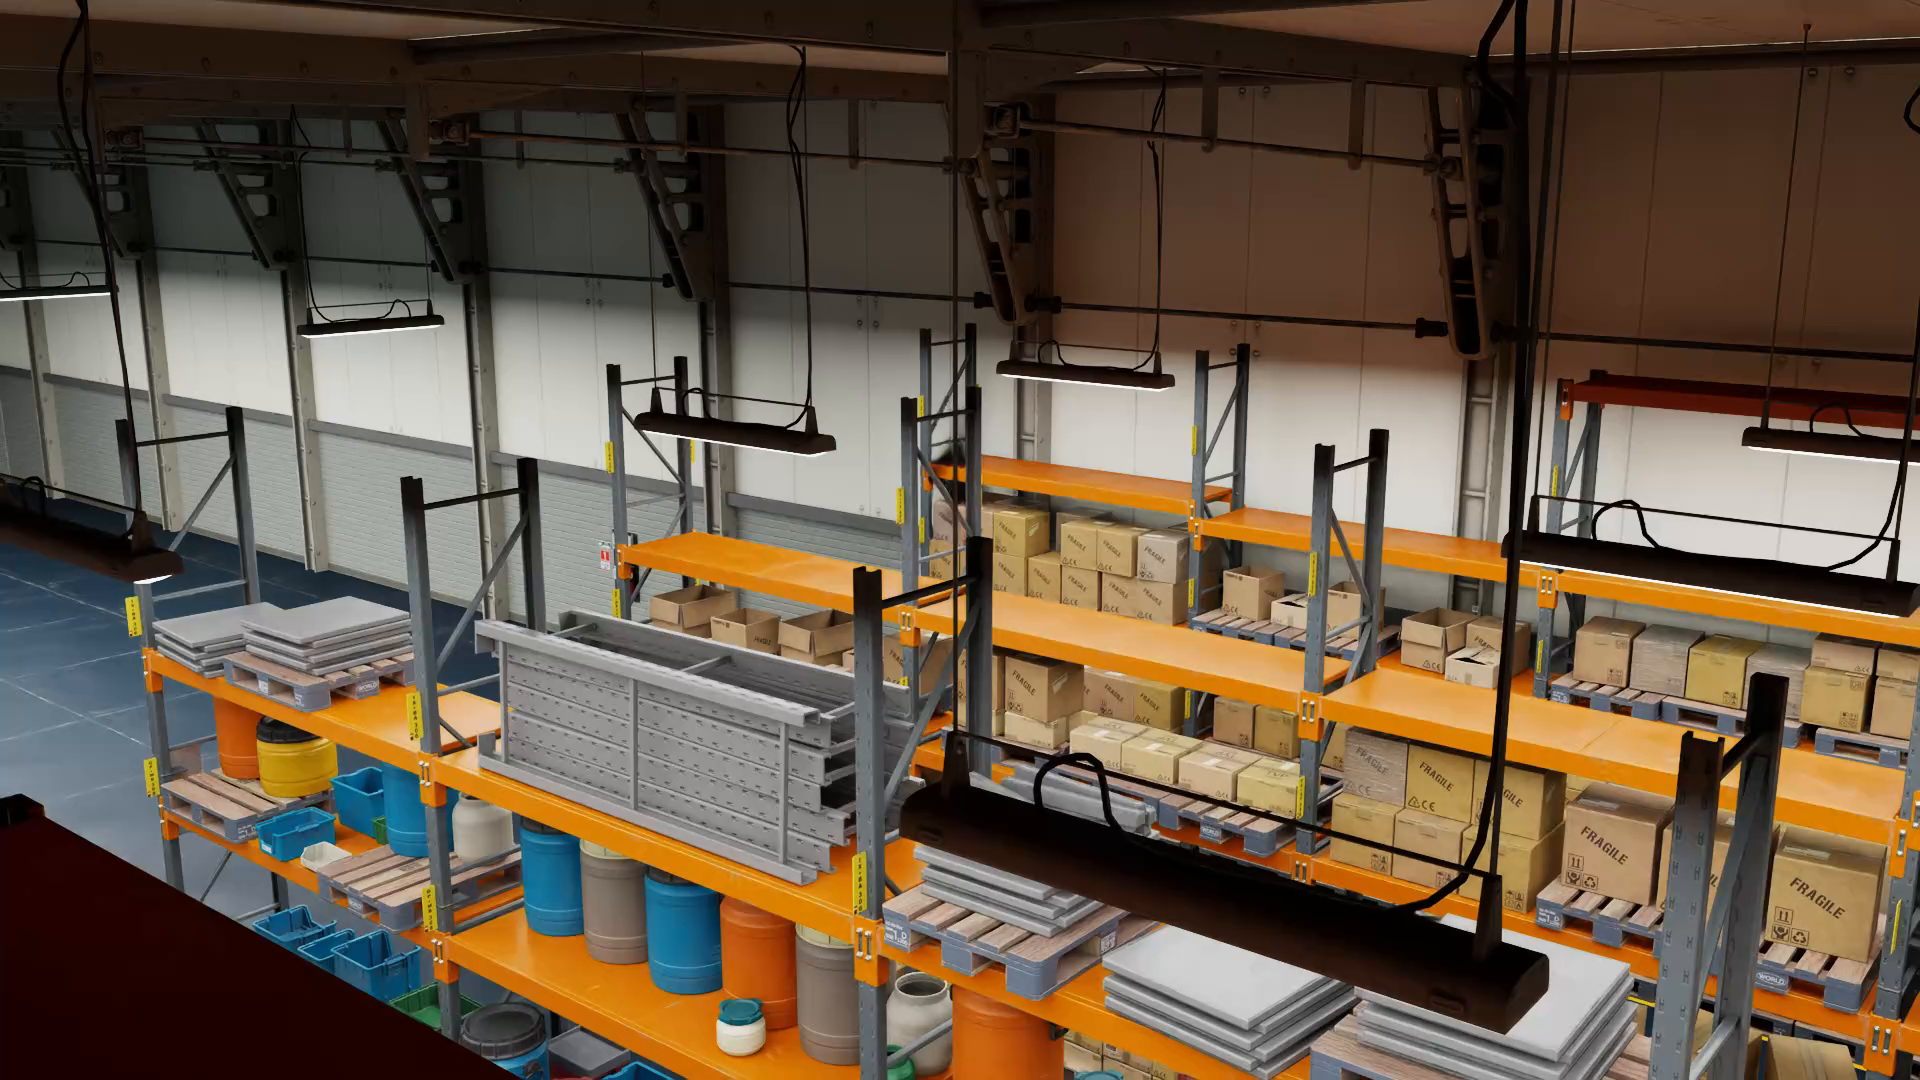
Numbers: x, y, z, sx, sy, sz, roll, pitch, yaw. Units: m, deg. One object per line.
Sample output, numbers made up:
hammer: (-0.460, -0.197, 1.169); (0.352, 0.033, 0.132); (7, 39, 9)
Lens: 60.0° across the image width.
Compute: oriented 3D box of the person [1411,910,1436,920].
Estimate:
person: (4.377, 4.064, 14.651); (0.685, 1.582, 1.122); (-11, 17, -40)
